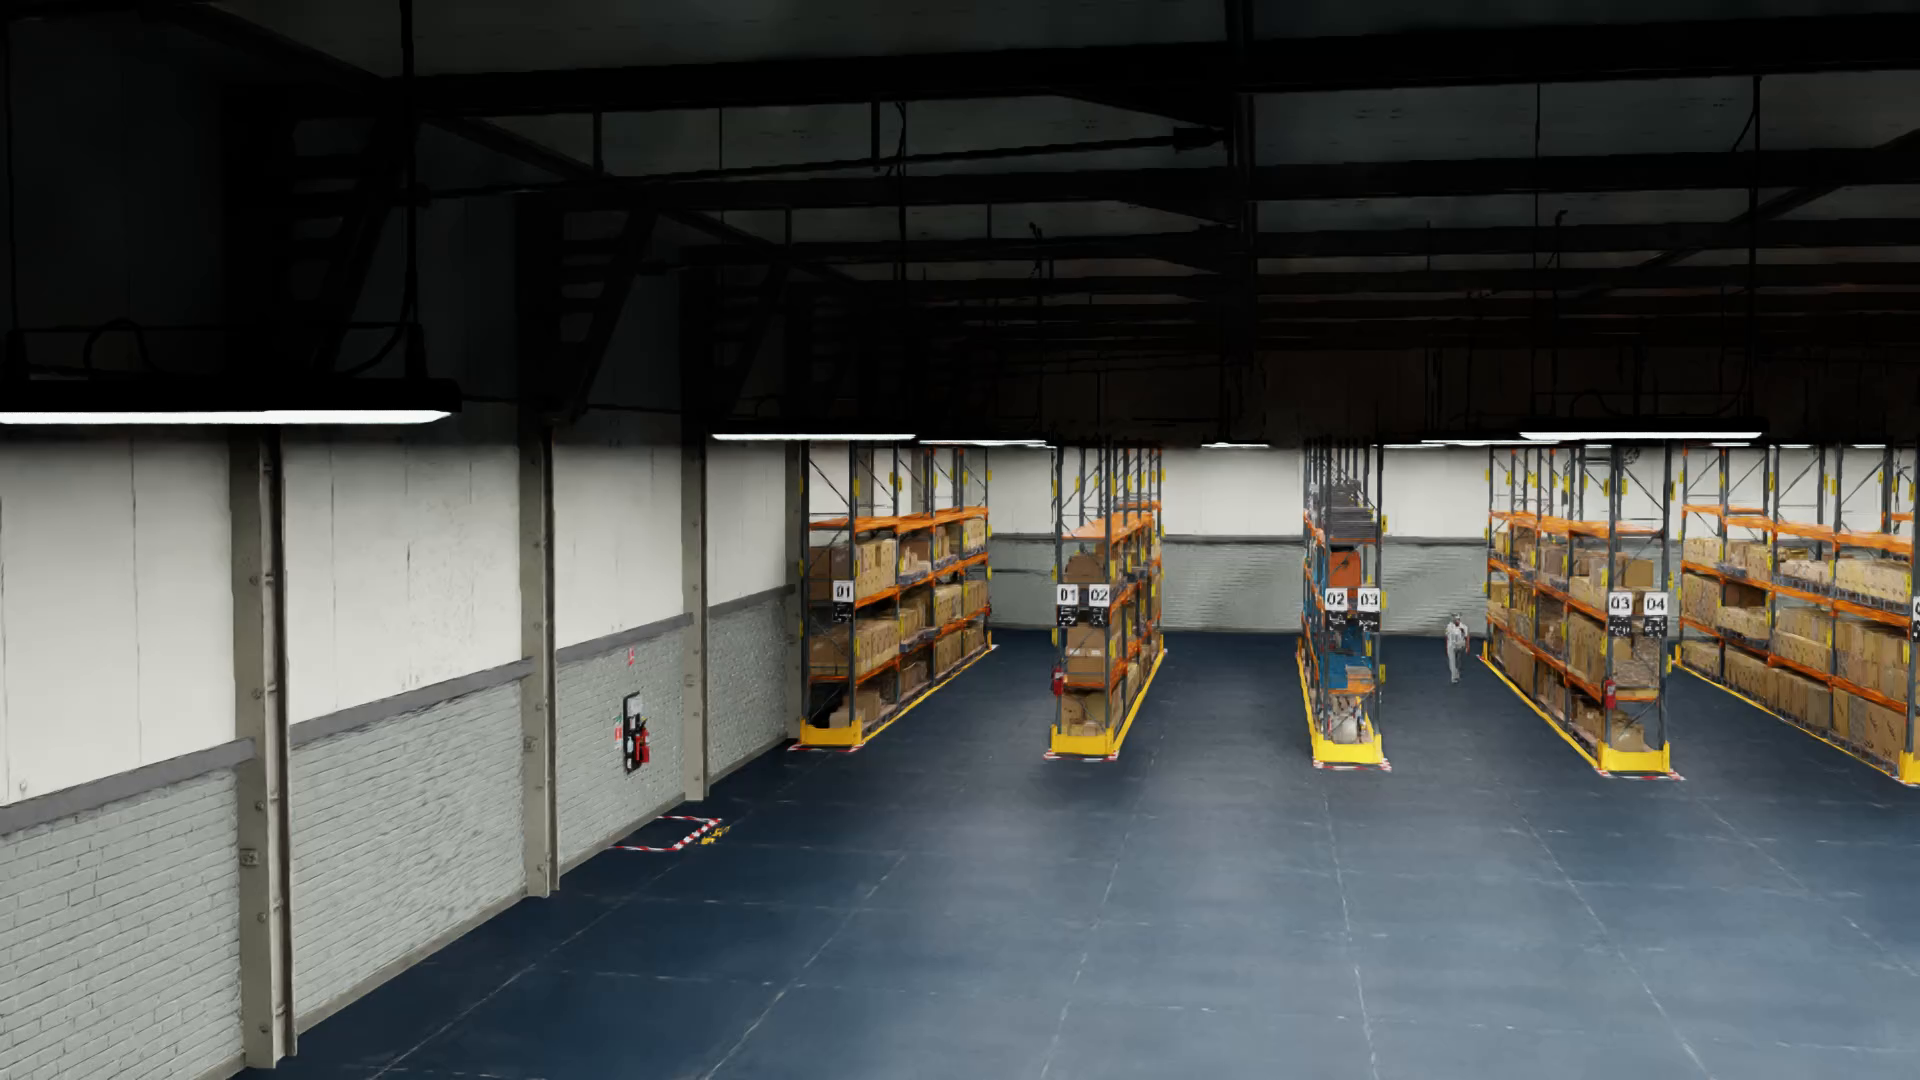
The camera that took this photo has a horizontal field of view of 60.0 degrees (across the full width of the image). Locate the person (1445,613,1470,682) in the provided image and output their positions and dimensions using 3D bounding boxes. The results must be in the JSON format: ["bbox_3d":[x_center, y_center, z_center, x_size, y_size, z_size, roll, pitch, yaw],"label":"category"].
[{"bbox_3d":[12.302,2.638,41.118,0.554,1.712,1.031,1,3,9],"label":"person"}]
